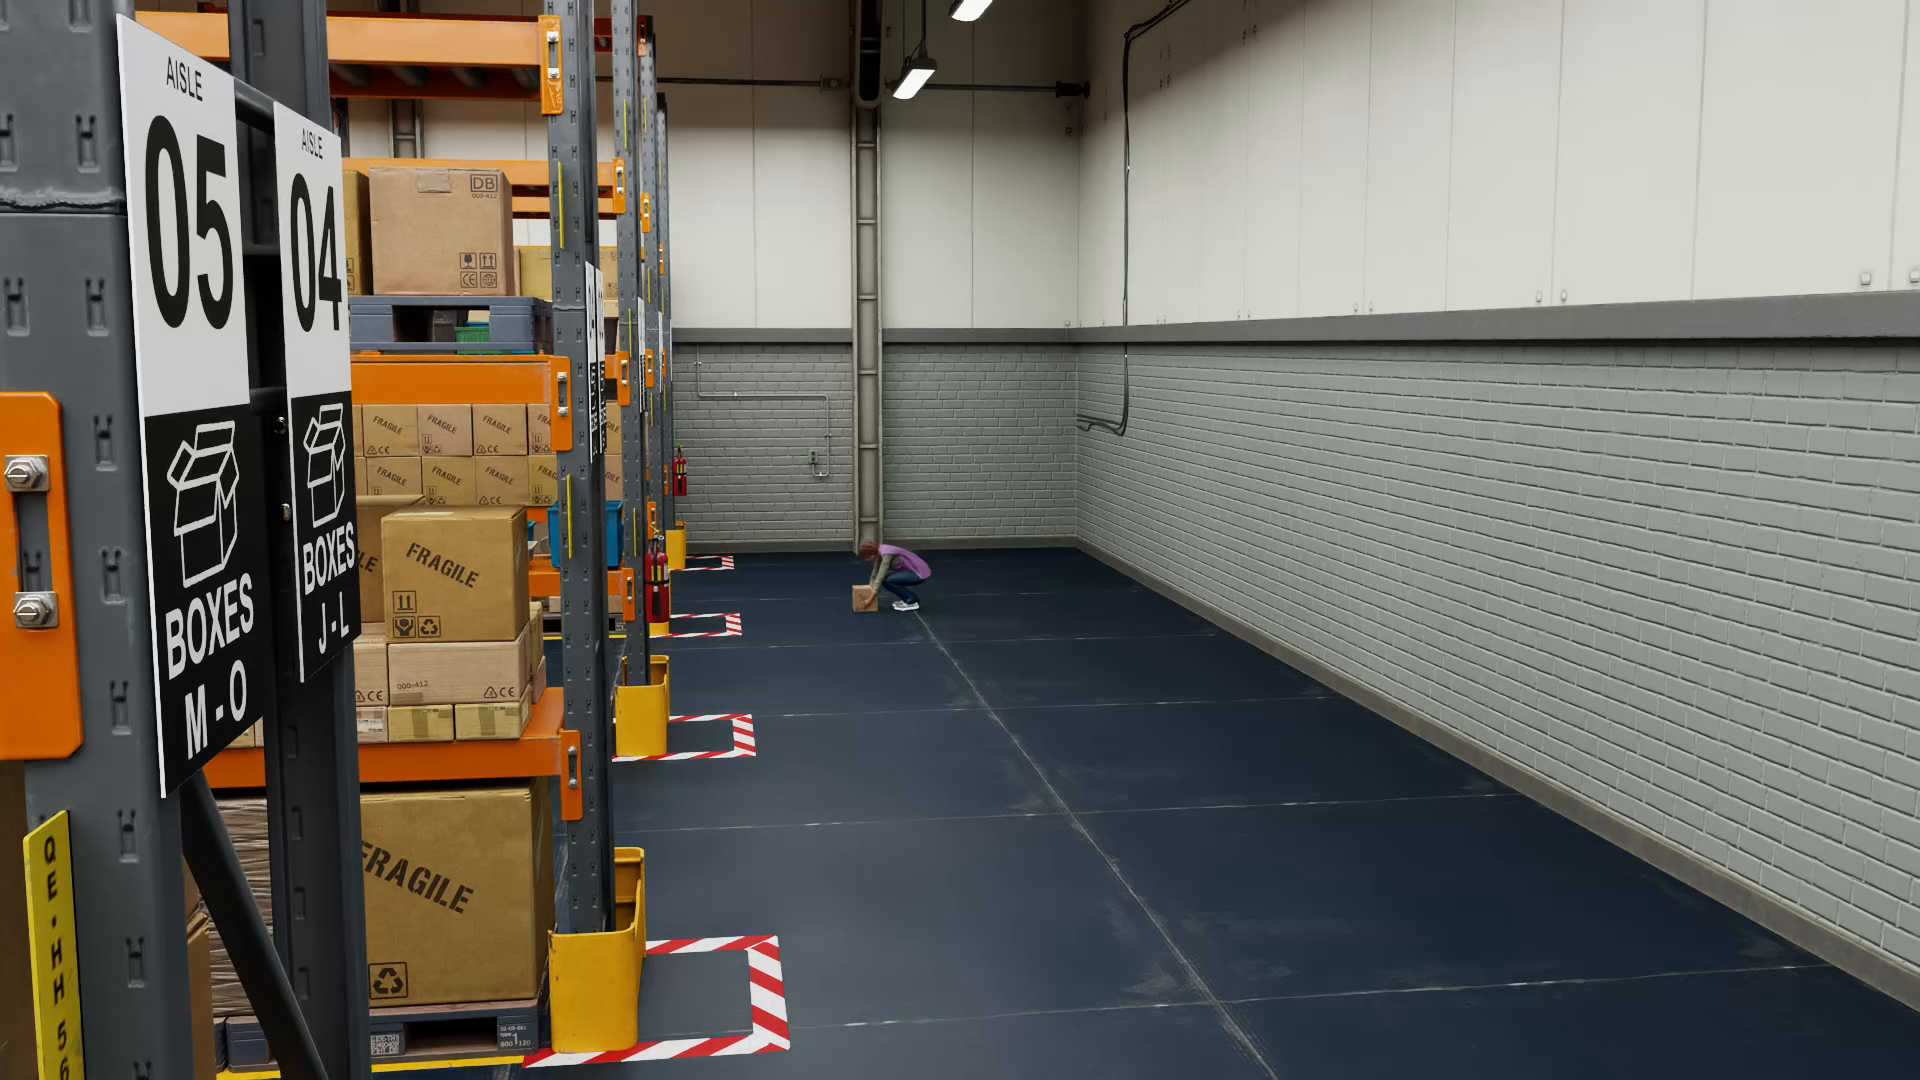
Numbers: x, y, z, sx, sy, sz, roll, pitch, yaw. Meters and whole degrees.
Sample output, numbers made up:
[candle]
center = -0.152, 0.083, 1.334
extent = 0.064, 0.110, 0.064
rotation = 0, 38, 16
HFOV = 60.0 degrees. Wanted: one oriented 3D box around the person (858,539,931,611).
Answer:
[person]
center = -0.713, 0.373, 18.135
extent = 0.803, 0.778, 0.437
rotation = -1, 7, -9
